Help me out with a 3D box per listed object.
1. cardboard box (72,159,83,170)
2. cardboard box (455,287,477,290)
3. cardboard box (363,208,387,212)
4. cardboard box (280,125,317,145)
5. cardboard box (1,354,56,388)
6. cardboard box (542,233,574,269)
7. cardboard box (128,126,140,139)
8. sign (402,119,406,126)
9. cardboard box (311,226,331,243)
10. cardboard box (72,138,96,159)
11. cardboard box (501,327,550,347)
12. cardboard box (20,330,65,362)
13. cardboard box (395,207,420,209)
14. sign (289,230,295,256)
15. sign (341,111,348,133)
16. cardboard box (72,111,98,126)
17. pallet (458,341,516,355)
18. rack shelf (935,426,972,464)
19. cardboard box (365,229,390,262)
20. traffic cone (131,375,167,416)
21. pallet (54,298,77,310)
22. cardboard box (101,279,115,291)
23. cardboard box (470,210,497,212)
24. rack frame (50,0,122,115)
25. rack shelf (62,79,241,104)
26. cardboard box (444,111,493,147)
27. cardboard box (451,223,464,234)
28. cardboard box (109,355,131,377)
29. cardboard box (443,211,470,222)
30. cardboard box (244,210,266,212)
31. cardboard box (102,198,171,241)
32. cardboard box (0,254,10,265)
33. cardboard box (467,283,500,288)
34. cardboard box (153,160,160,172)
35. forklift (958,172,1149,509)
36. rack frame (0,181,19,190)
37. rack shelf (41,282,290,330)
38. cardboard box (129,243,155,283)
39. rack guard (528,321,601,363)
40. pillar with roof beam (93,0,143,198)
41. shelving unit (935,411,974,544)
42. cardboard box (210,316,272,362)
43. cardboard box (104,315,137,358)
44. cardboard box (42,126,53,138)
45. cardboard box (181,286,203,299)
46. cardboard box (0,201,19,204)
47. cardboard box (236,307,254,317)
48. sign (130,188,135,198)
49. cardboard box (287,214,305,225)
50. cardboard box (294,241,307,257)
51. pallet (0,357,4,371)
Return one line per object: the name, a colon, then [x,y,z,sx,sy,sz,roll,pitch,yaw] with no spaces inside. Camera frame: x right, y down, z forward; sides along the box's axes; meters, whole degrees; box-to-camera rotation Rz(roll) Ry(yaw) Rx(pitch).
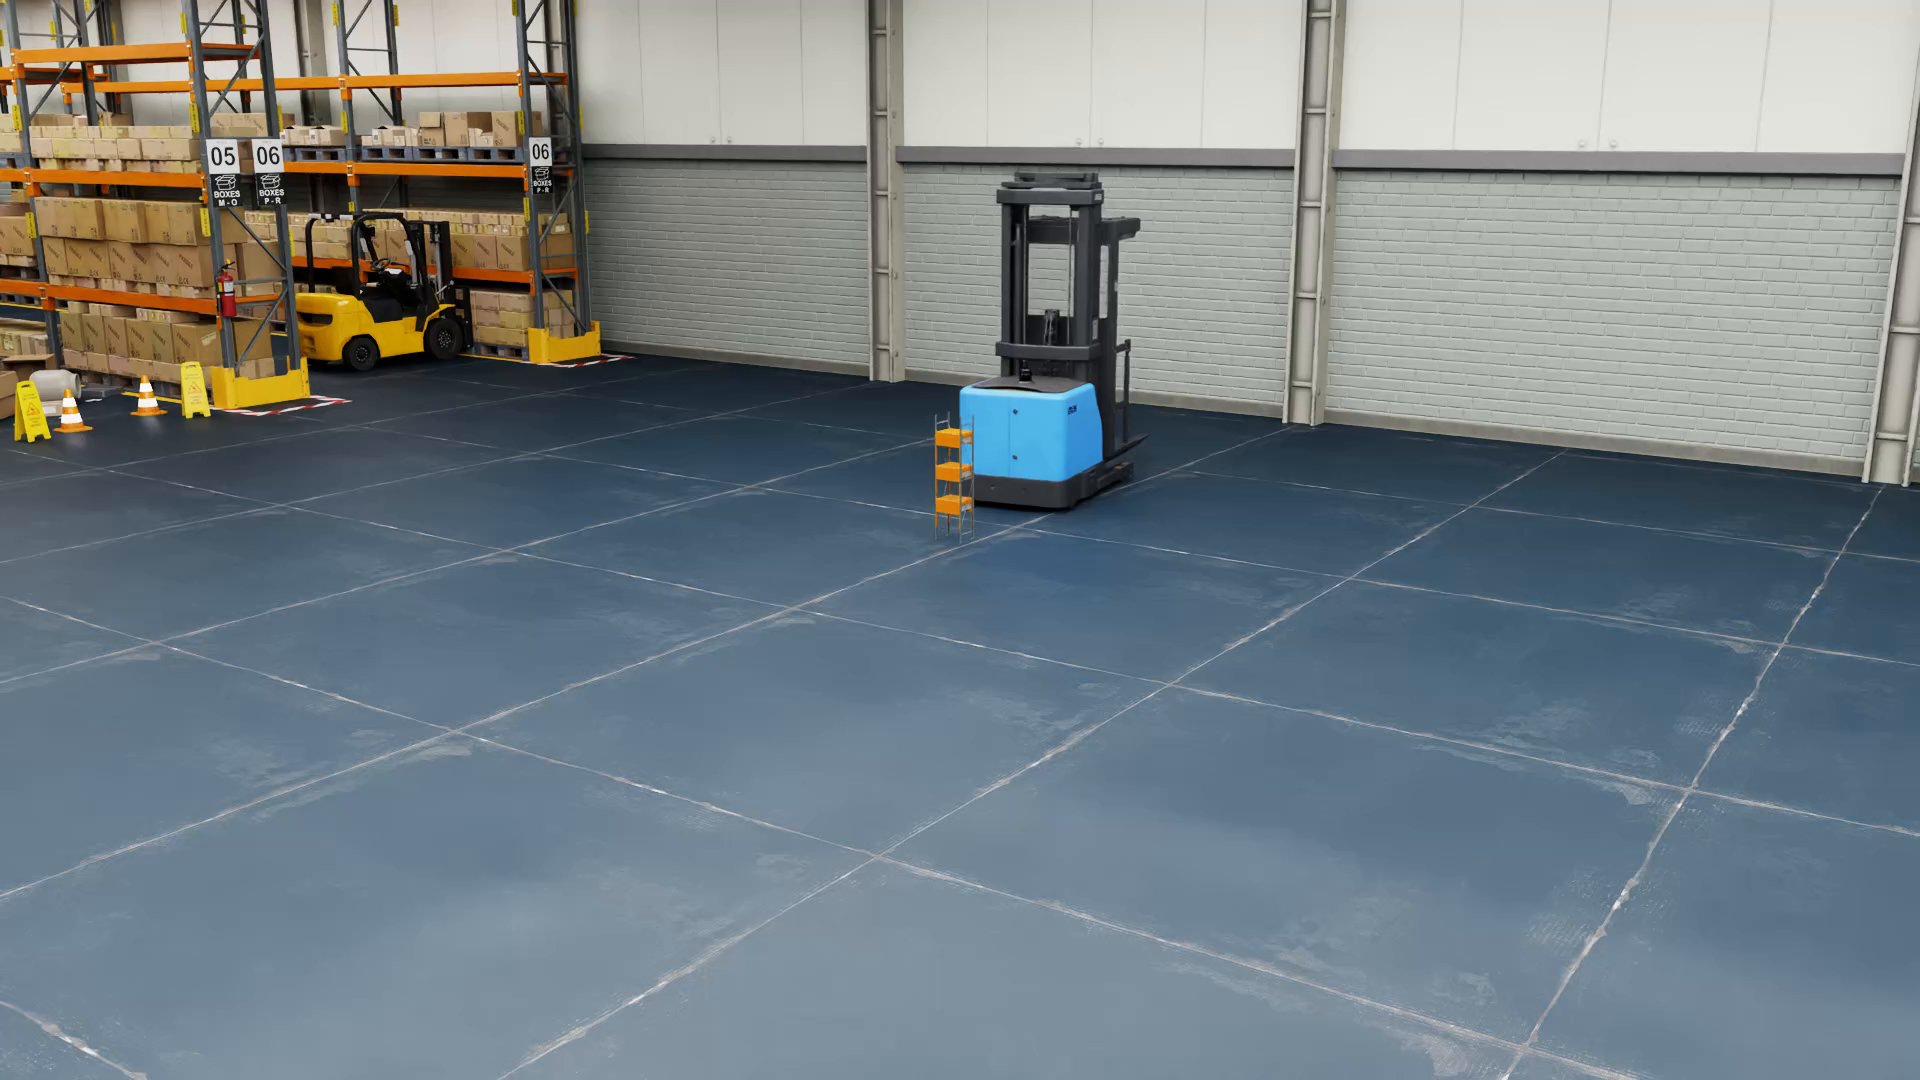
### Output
cardboard box: [-11.211,-4.854,21.469,0.250,0.149,0.380,10,17,34]
cardboard box: [-7.709,-3.720,25.374,0.500,0.250,0.500,9,16,32]
cardboard box: [-9.105,-5.105,26.028,0.250,0.149,0.380,10,17,34]
cardboard box: [-10.578,-6.516,26.765,0.500,0.311,0.500,9,16,31]
cardboard box: [-11.842,-2.082,21.189,0.500,0.500,0.500,-4,14,-16]
cardboard box: [-6.141,-4.333,24.878,0.500,0.500,0.500,10,17,35]
cardboard box: [-10.095,-5.072,20.692,0.250,0.149,0.380,9,16,31]
sign: [-8.896,-6.556,26.581,0.005,0.325,0.100,9,17,33]
cardboard box: [-10.185,-4.952,26.856,0.500,0.250,0.500,9,16,31]
cardboard box: [-10.917,-4.986,21.174,0.500,0.250,0.500,9,17,33]
cardboard box: [-6.451,-3.032,24.678,0.500,0.250,0.500,9,17,33]
cardboard box: [-12.408,-2.707,23.113,0.625,0.372,0.950,9,17,34]
cardboard box: [-8.771,-5.225,26.510,0.250,0.149,0.380,9,17,33]
sign: [-8.349,-3.701,20.731,0.005,0.325,0.100,9,17,33]
sign: [-9.499,-6.450,25.663,0.005,0.325,0.100,9,17,33]
cardboard box: [-15.787,-7.594,29.977,0.258,0.266,0.396,9,17,32]
pallet: [-7.551,-3.068,25.776,1.213,0.211,1.003,9,17,33]
rack shelf: [-0.044,-0.782,13.660,0.240,0.259,0.215,9,17,33]
cardboard box: [-8.982,-4.637,26.103,0.500,0.500,0.500,9,16,31]
traffic cone: [-9.729,-1.742,19.897,0.334,0.463,0.336,9,17,33]
pallet: [-16.412,-4.511,31.607,1.213,0.211,1.003,9,17,33]
cardboard box: [-10.833,-3.308,21.466,0.250,0.149,0.380,9,17,33]
cardboard box: [-7.312,-4.972,25.488,0.250,0.149,0.380,9,17,33]
rack frame: [-15.842,-8.684,30.178,0.127,3.000,1.000,9,17,33]
rack shelf: [-14.183,-7.873,29.229,4.000,0.370,1.077,9,17,33]
cardboard box: [-7.182,-6.088,24.642,0.500,0.500,0.700,9,17,33]
cardboard box: [-7.407,-4.684,24.946,0.250,0.149,0.380,9,17,33]
cardboard box: [-10.741,-2.306,21.743,0.500,0.250,0.500,9,16,32]
cardboard box: [-7.576,-4.881,25.123,0.250,0.149,0.380,9,17,34]
cardboard box: [-12.140,-5.596,28.629,0.250,0.149,0.380,10,17,35]
cardboard box: [-10.431,-4.088,21.187,0.500,0.500,0.700,9,17,32]
cardboard box: [-12.995,-3.872,22.869,0.250,0.149,0.380,9,16,32]
cardboard box: [-7.425,-3.825,25.801,0.500,0.250,0.500,9,16,32]
cardboard box: [-9.704,-4.616,20.507,0.250,0.149,0.380,9,17,33]
forklift: [1.045,-2.009,15.841,1.130,2.935,3.031,6,15,23]
rack frame: [-19.161,-6.309,33.066,0.127,3.000,1.000,9,17,33]
rack shelf: [-10.312,-3.092,21.568,4.000,0.370,1.077,9,17,33]
cardboard box: [-10.082,-3.520,20.971,0.500,0.500,0.500,9,17,33]
rack guard: [-5.865,-2.947,24.686,0.348,0.500,1.175,9,17,33]
pillar with roof beam: [-18.320,-8.099,27.814,0.400,9.000,9.100,9,17,33]
shelving unit: [-0.044,-0.517,13.726,0.252,1.050,0.215,9,17,33]
cardboard box: [-9.187,-2.572,21.260,0.500,0.500,0.500,9,16,31]
cardboard box: [-10.752,-2.670,21.655,0.500,0.500,0.500,10,17,36]
cardboard box: [-11.660,-5.294,21.588,0.250,0.149,0.380,10,17,34]
cardboard box: [-9.354,-3.070,20.507,0.250,0.149,0.380,9,16,32]
cardboard box: [-13.775,-4.794,23.897,0.250,0.149,0.380,8,16,30]
cardboard box: [-12.013,-4.201,28.618,0.625,0.625,0.875,10,17,35]
sign: [-15.536,-6.446,31.209,0.005,0.325,0.100,9,17,33]
cardboard box: [-10.951,-5.250,27.231,0.250,0.149,0.380,9,16,31]
cardboard box: [-10.583,-4.781,27.207,0.500,0.250,0.500,9,17,33]
pallet: [-13.635,-2.623,23.981,1.213,0.211,1.003,9,17,33]
